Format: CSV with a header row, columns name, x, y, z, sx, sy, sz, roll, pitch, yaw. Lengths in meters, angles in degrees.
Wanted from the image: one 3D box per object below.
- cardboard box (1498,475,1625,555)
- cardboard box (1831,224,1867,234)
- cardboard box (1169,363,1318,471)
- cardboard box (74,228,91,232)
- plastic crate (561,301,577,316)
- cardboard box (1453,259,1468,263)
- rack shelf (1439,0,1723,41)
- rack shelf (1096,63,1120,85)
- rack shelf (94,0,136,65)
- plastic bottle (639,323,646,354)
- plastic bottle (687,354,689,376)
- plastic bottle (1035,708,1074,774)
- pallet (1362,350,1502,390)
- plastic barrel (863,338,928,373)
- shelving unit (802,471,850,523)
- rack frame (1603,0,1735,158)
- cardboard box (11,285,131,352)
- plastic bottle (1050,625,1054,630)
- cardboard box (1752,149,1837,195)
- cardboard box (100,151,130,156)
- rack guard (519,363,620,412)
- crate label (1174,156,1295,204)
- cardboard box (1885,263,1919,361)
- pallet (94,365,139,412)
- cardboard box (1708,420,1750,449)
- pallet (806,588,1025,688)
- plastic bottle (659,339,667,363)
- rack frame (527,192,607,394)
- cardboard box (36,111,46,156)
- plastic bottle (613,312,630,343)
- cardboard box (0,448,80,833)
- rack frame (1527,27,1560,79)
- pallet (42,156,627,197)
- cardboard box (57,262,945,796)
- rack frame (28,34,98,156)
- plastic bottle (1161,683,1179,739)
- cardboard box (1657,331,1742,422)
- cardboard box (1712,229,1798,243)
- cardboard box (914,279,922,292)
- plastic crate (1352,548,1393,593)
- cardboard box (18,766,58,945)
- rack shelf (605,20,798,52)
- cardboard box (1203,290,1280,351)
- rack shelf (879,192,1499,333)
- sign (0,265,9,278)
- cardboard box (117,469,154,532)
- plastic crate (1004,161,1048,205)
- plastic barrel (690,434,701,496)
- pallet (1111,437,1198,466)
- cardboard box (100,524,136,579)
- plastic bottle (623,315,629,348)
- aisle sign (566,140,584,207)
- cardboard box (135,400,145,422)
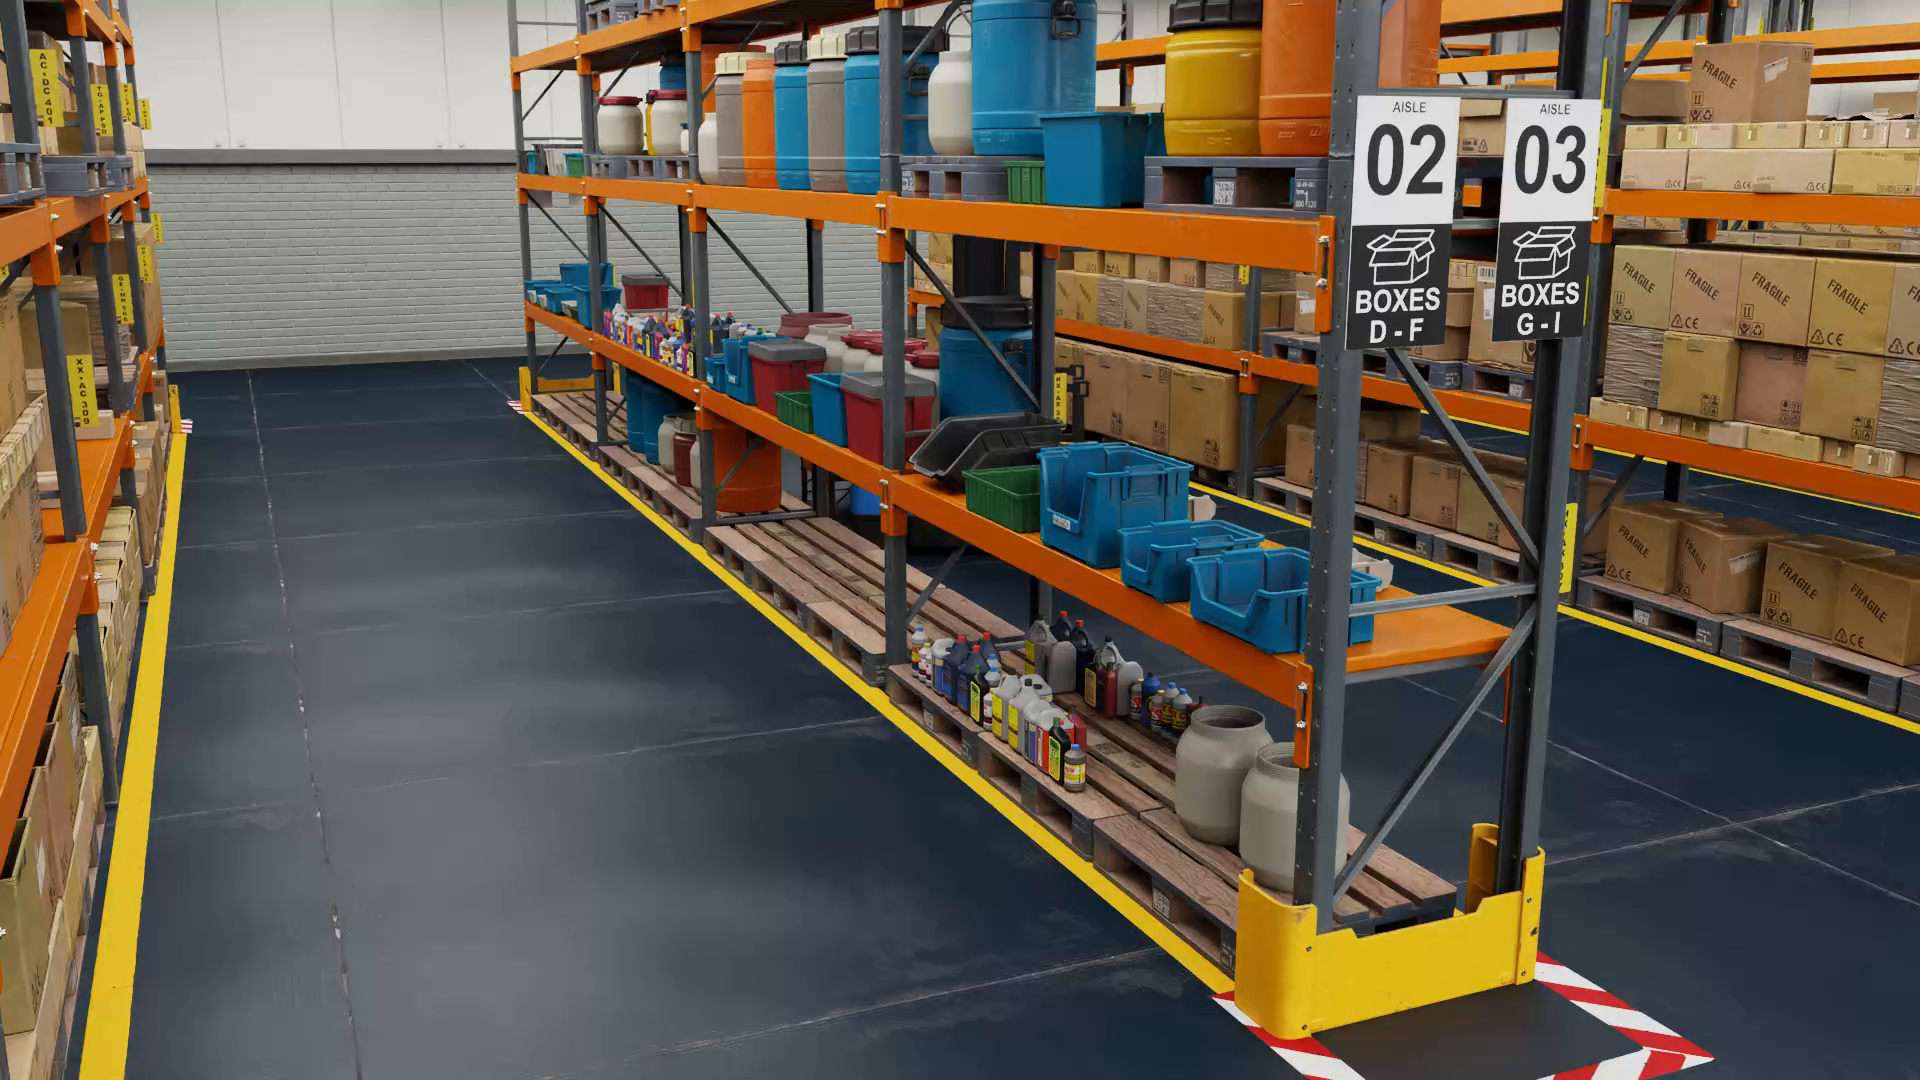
name,x,y,z,sx,sy,sz,roll,pitch,yaw
cardboard box,4.367,-0.184,12.080,0.700,0.500,0.500,-7,15,-27
cardboard box,11.022,-3.713,20.320,0.500,0.500,0.500,-6,14,-24
cardboard box,2.734,-1.199,15.679,1.225,0.875,0.875,-6,14,-26
cardboard box,-8.944,-2.853,16.606,0.500,0.500,0.500,-5,14,-22
plastic crate,-4.123,-2.497,17.960,0.293,0.136,0.466,-6,14,-23
cardboard box,8.282,-3.086,14.696,1.243,1.800,10.221,-5,14,-22
rack shelf,3.792,-3.849,12.527,1.077,0.370,4.000,-6,14,-23
rack shelf,0.588,-5.502,19.668,1.077,0.370,4.000,-6,14,-23
rack shelf,-8.491,-4.801,15.761,1.077,0.370,4.000,-6,14,-23
plastic bottle,-2.789,-1.786,14.718,0.097,0.271,0.097,0,13,0
plastic bottle,-2.130,-1.411,13.256,0.097,0.201,0.097,0,13,0
plastic bottle,0.444,0.933,7.750,0.152,0.276,0.135,-6,14,-23
pallet,3.821,-1.386,13.133,1.003,0.211,1.213,-6,14,-23
plastic barrel,-0.421,-1.047,10.938,0.433,0.535,0.433,0,13,0
shelving unit,10.744,-2.659,11.553,21.321,6.000,12.942,-4,14,-18
rack frame,4.593,-3.981,10.615,1.000,3.000,0.127,-6,14,-23
cardboard box,-6.925,-1.711,12.959,0.700,0.500,0.500,-10,16,-37
plastic bottle,0.550,0.567,9.315,0.061,0.283,0.133,-5,14,-20
cardboard box,4.945,-2.118,9.551,0.500,0.250,0.500,-6,14,-25
cardboard box,-7.658,-3.329,14.780,0.500,0.250,0.500,-6,14,-23
rack guard,-4.773,-1.876,20.369,1.175,0.500,0.348,-6,14,-23
crate label,1.210,-1.590,7.266,0.502,0.251,0.408,-6,14,-23
cardboard box,5.345,-1.211,8.849,0.500,0.500,0.500,-6,14,-23
pallet,-6.423,-1.031,11.599,1.213,0.211,1.003,-6,14,-23
cardboard box,4.789,-0.657,10.111,0.380,0.149,0.250,-6,14,-23
pallet,-0.295,0.589,10.359,1.003,0.211,1.213,-6,14,-23
plastic bottle,-2.495,-1.600,14.071,0.097,0.201,0.097,0,13,0
rack frame,-4.749,-3.091,20.072,0.949,2.616,0.053,-6,14,-23
cardboard box,-5.409,-2.269,9.272,0.500,0.250,0.500,-6,14,-24
plastic bottle,-3.167,-1.998,15.625,0.152,0.276,0.135,-6,14,-23
cardboard box,-3.706,0.407,6.271,0.514,1.489,0.514,-5,14,-21
rack frame,8.870,-7.356,25.196,0.949,2.616,0.053,-6,14,-23
pallet,-3.953,-2.729,12.276,6.095,0.211,6.140,-6,14,-23
cardboard box,-1.721,-1.381,12.889,10.408,1.989,14.337,-6,14,-24
rack frame,-6.087,-3.914,10.323,1.000,3.000,0.127,-6,14,-23
plastic bottle,1.039,0.836,8.181,0.097,0.271,0.097,0,13,0
cardboard box,4.885,-1.047,10.361,0.875,0.500,0.500,-6,14,-23
cardboard box,7.747,-2.754,16.179,0.700,0.500,0.500,-6,14,-23
cardboard box,-0.374,-3.312,21.586,0.380,0.149,0.250,-5,14,-22
plastic crate,1.594,0.130,6.742,0.298,0.136,0.250,-6,14,-23
cardboard box,-3.308,1.095,5.489,0.500,0.500,0.500,-6,14,-23
rack shelf,-2.348,-4.324,14.142,0.919,0.124,3.809,-6,14,-23
cardboard box,2.566,-2.013,15.195,0.500,0.500,0.500,-5,14,-21
rack shelf,0.856,-1.309,7.316,1.077,0.370,4.000,-6,14,-23
sign,-8.184,-2.189,14.254,0.100,0.325,0.005,-6,14,-23
cardboard box,-6.223,-0.215,12.215,0.500,0.500,0.500,-6,14,-25
plastic crate,0.438,-1.619,7.530,0.336,0.188,0.450,-6,14,-23
plastic barrel,-2.067,-0.638,14.062,0.421,0.512,0.421,0,13,0
pallet,2.259,-0.948,16.997,1.003,0.211,1.213,-6,14,-23
cardboard box,-5.438,0.063,10.366,0.500,0.311,0.500,-6,14,-24
plastic bottle,-3.038,-1.909,15.227,0.061,0.283,0.133,-6,14,-23
aisle sign,-4.512,-4.398,19.956,0.394,0.787,0.004,-6,14,-23
cardboard box,-8.447,-1.203,16.477,0.797,0.503,0.637,-6,14,-23
